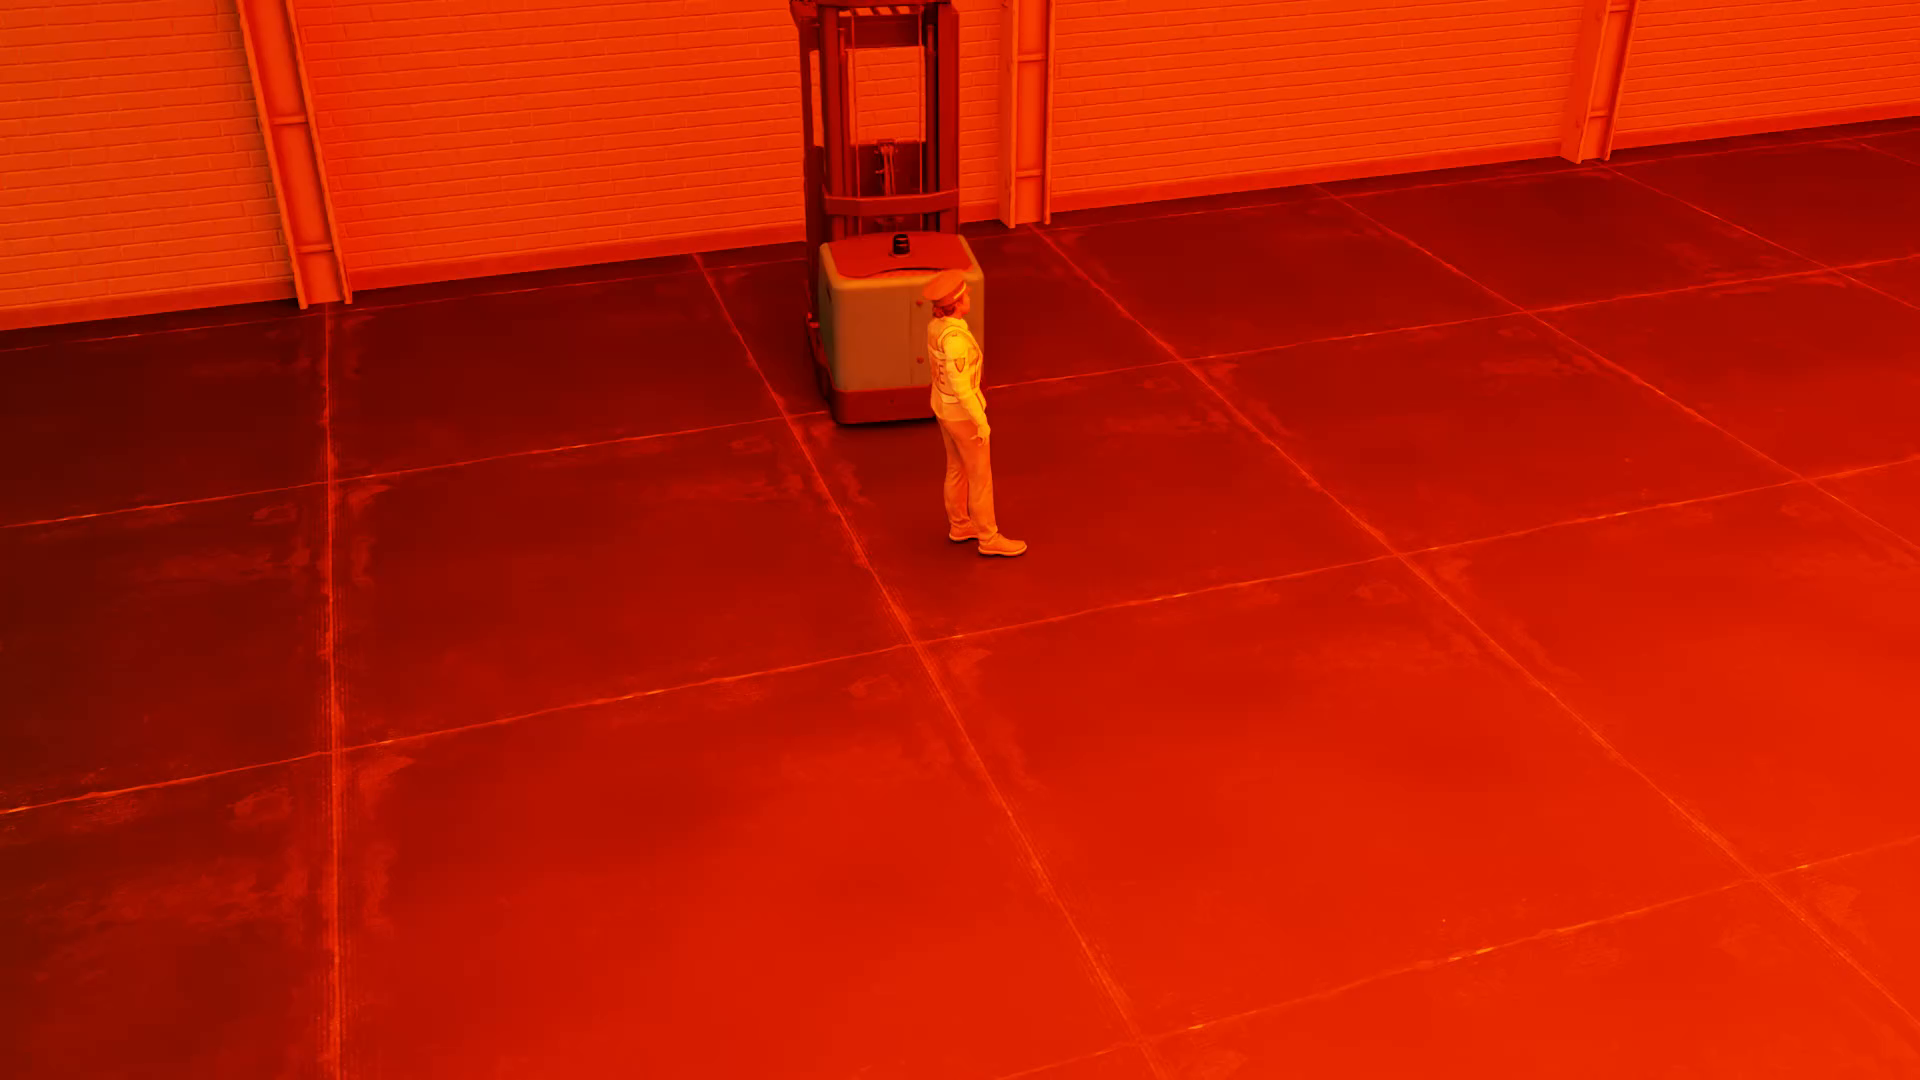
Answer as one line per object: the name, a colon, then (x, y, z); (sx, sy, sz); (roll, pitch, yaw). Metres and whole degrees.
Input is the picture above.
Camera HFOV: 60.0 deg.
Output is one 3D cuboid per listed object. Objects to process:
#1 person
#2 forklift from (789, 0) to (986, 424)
person: (0.067, -0.748, 9.613); (0.531, 1.694, 0.586); (-10, 31, -16)
forklift: (-0.592, -2.774, 11.908); (1.130, 2.935, 3.031); (-5, 30, -9)
